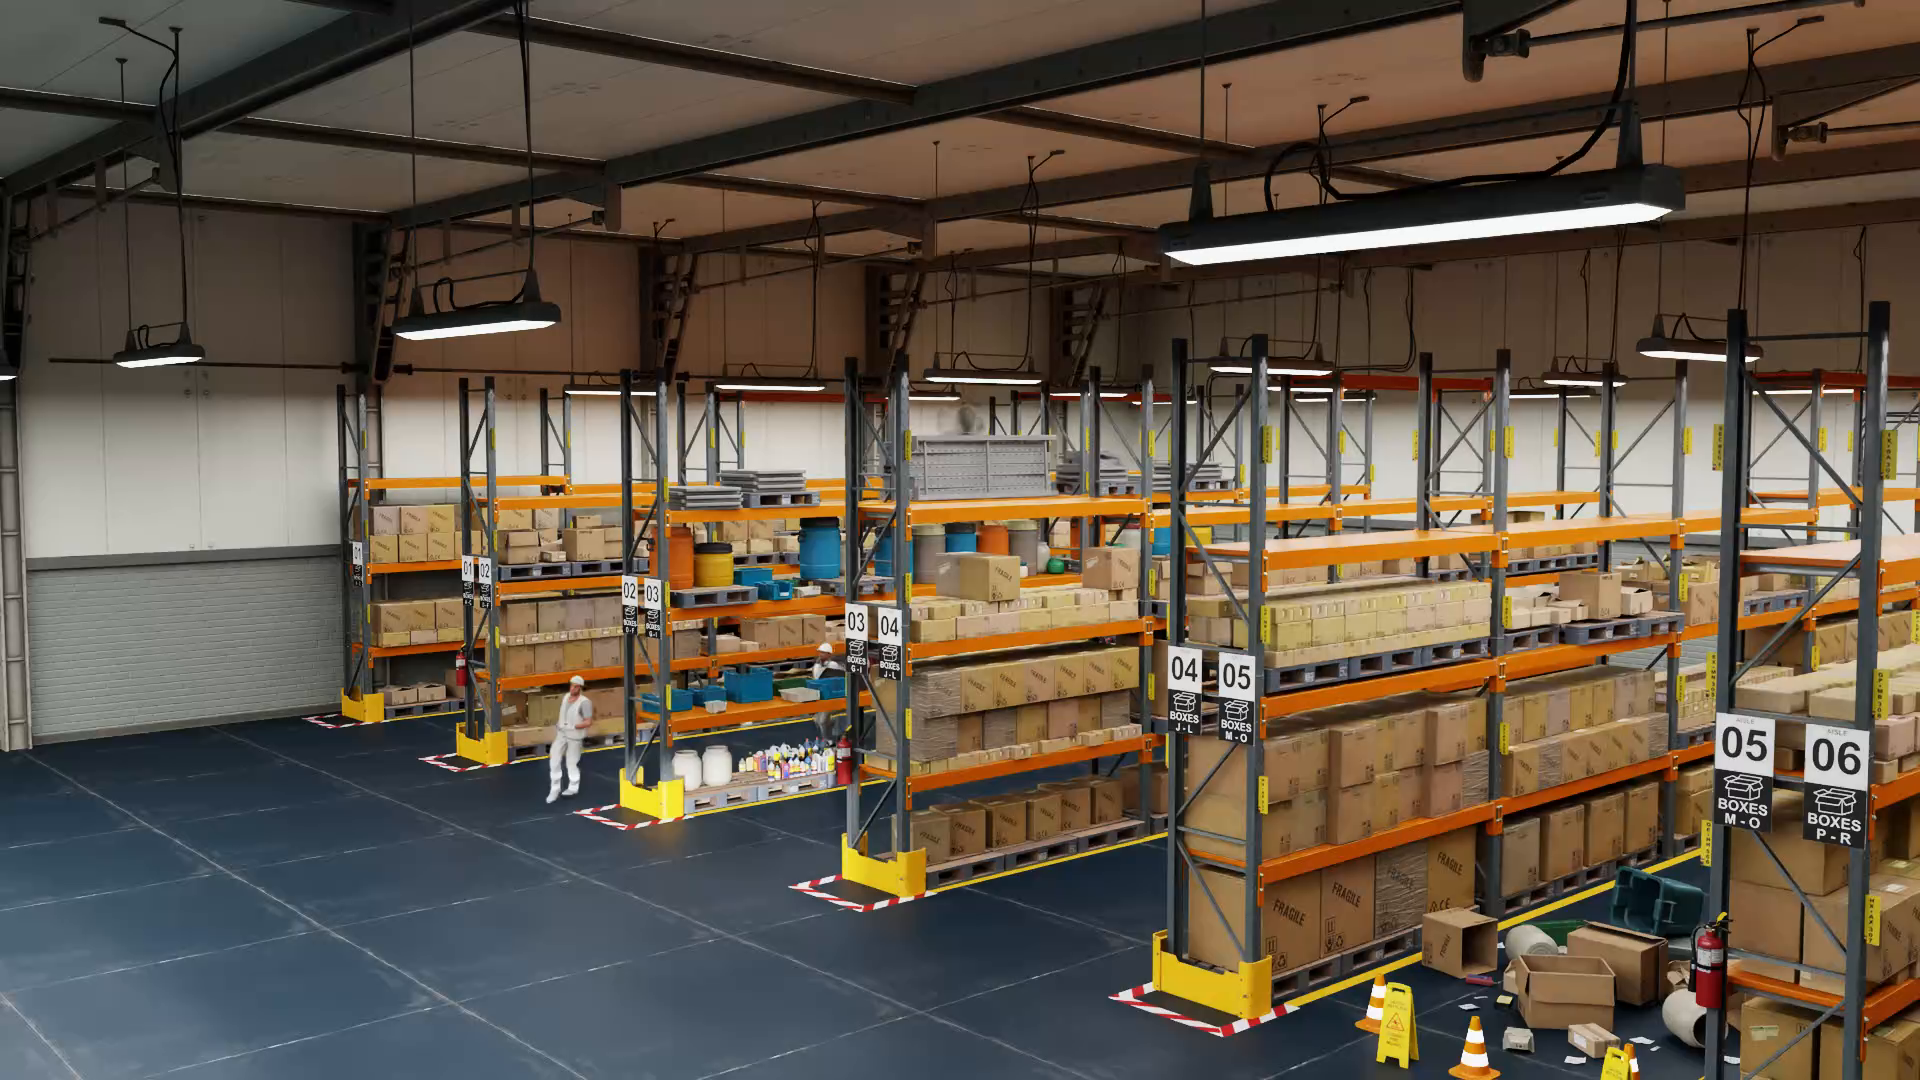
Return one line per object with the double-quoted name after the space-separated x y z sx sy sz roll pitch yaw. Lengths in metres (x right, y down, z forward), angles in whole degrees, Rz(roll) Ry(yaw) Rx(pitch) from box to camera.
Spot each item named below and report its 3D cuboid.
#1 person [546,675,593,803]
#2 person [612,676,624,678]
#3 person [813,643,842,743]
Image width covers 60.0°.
-5.406 2.774 23.151 0.685 1.798 0.674 1 4 17 "person"
-6.143 2.336 29.772 0.875 1.695 0.544 -3 5 -43 "person"
-2.122 2.533 27.077 0.645 1.727 0.637 3 5 38 "person"
